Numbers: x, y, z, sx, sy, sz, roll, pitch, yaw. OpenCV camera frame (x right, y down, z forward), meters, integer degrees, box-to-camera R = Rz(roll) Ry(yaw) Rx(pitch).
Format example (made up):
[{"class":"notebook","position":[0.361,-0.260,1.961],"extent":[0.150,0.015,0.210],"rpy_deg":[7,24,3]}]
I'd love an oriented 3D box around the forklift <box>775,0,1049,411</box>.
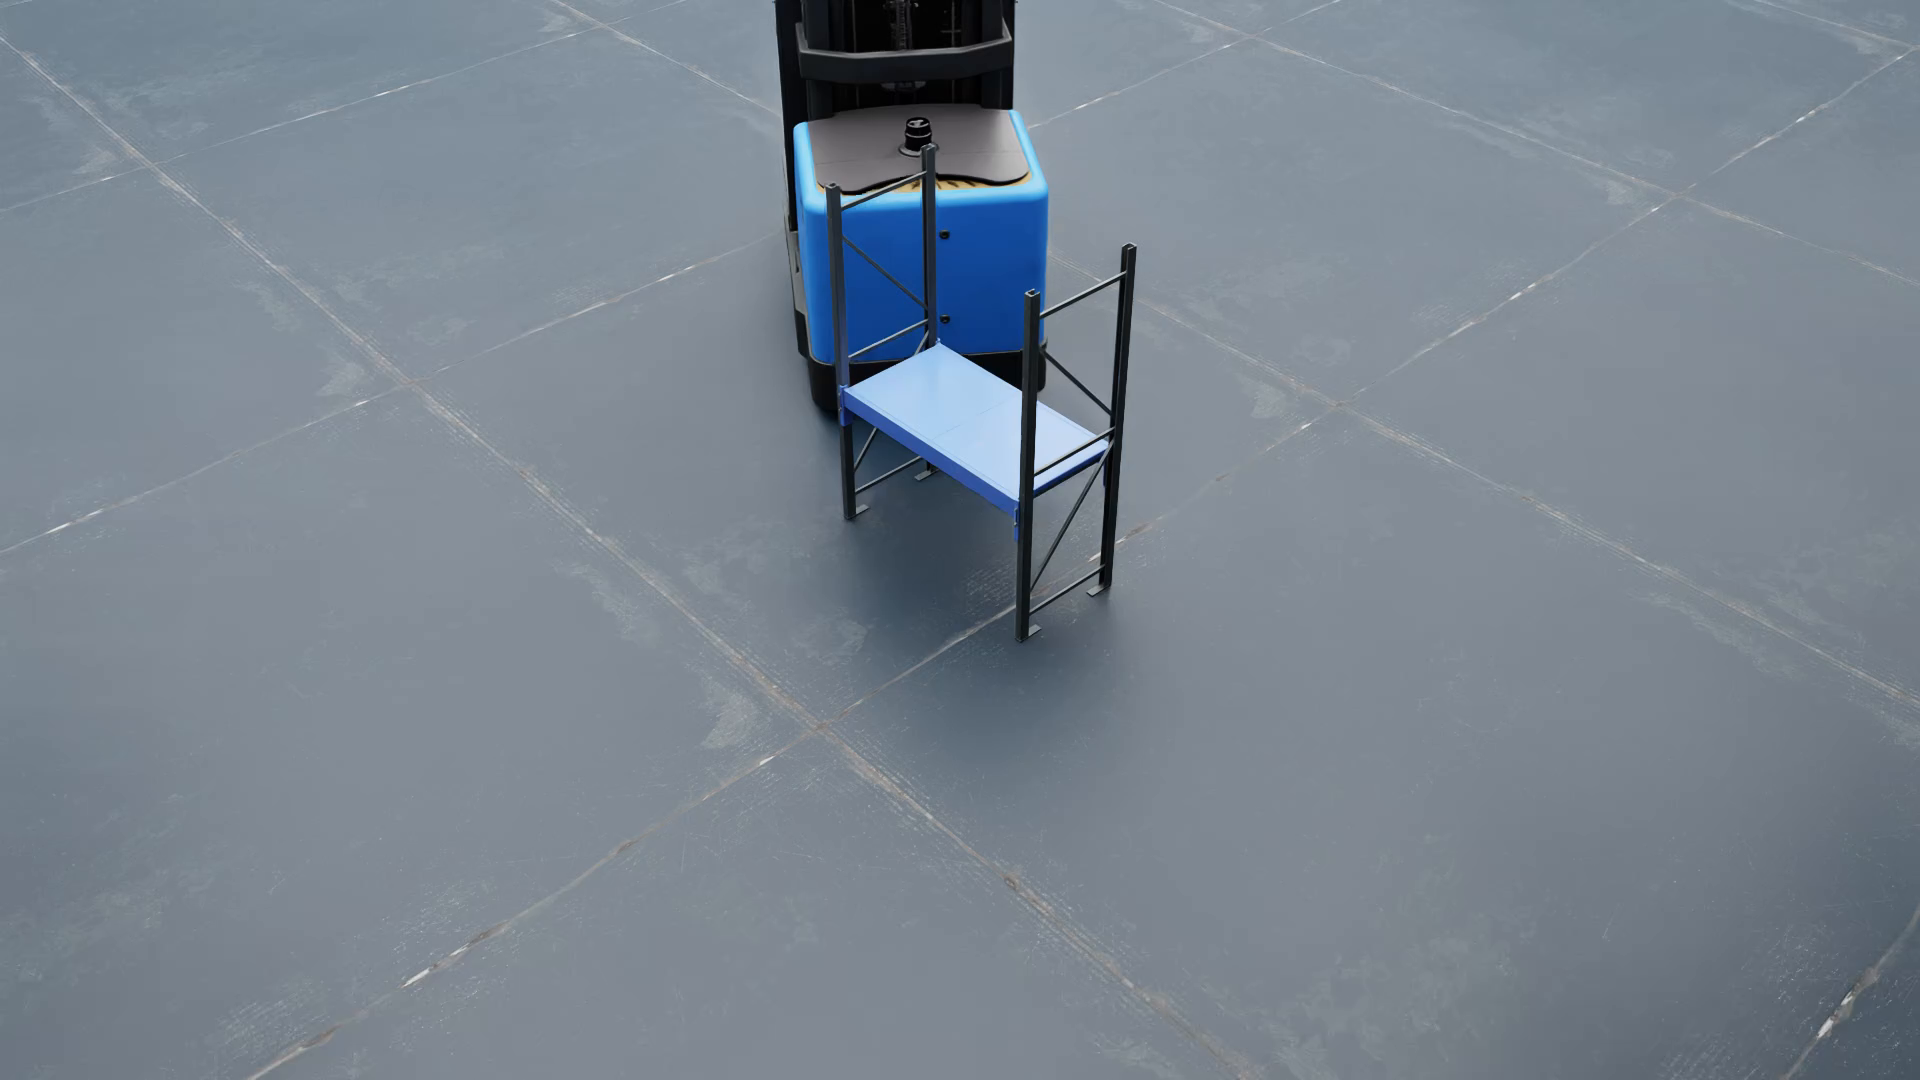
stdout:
[{"class":"forklift","position":[-0.328,-2.632,7.676],"extent":[1.130,2.935,3.031],"rpy_deg":[-5,39,-6]}]

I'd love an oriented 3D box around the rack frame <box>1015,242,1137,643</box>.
[{"class":"rack frame","position":[0.402,-0.309,5.939],"extent":[0.500,1.500,0.032],"rpy_deg":[-30,48,-32]}]

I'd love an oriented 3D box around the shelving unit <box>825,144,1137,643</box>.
[{"class":"shelving unit","position":[0.058,-0.544,6.230],"extent":[0.538,1.500,1.048],"rpy_deg":[-30,48,-32]}]

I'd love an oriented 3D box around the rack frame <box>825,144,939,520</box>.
[{"class":"rack frame","position":[-0.286,-0.779,6.521],"extent":[0.500,1.500,0.032],"rpy_deg":[-30,48,-32]}]

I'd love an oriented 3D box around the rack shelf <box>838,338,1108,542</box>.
[{"class":"rack shelf","position":[0.058,-0.404,6.343],"extent":[0.538,0.185,1.000],"rpy_deg":[-30,48,-32]}]
